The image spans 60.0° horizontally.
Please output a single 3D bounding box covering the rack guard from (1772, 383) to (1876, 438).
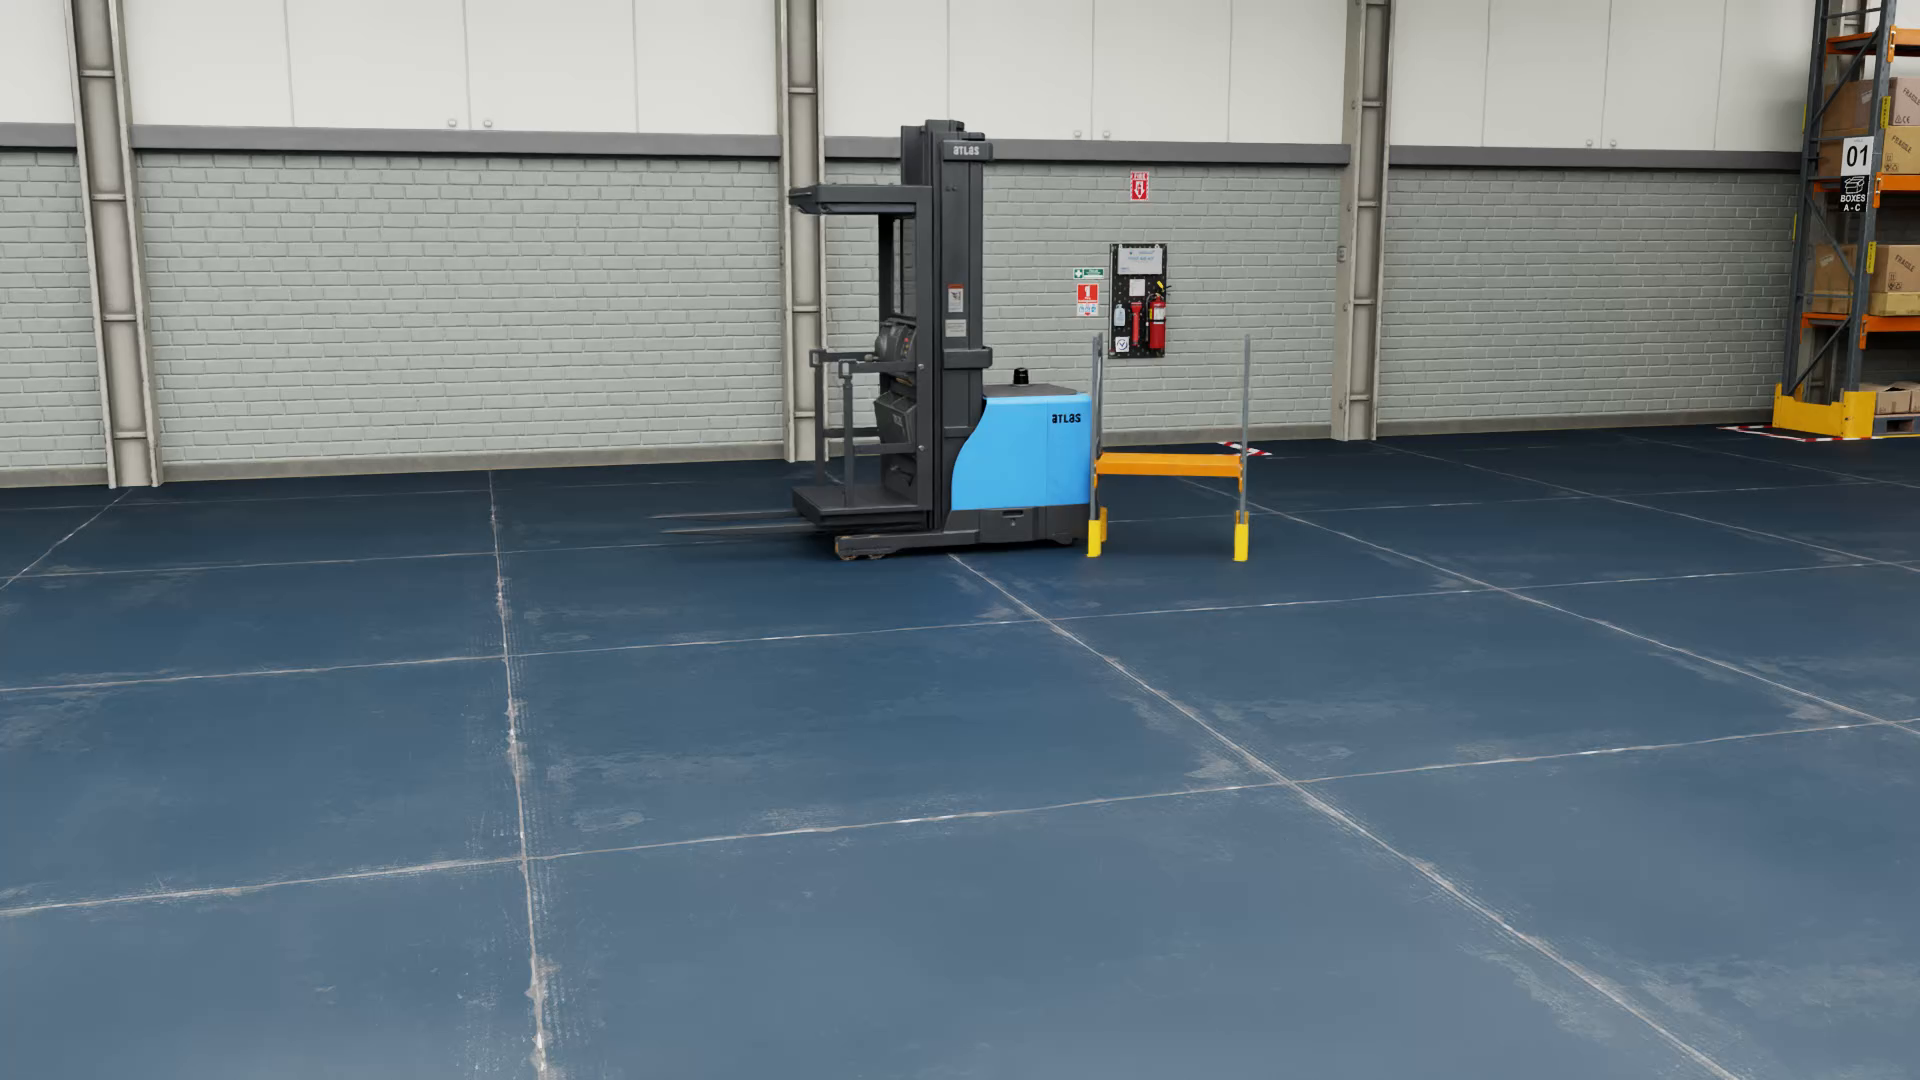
[{"bbox_3d":[9.653,-1.462,18.607,0.348,0.500,1.175,-3,11,-16],"label":"rack guard"}]

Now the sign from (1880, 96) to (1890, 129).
[{"bbox_3d":[9.732,-4.498,17.496,0.005,0.325,0.100,-3,11,-16],"label":"sign"}]

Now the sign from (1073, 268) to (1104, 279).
[{"bbox_3d":[1.314,-2.718,16.963,0.331,0.109,0.001,-3,11,-16],"label":"sign"}]

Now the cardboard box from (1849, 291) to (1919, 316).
[{"bbox_3d":[10.138,-2.593,18.205,0.500,0.250,0.500,-3,11,-18],"label":"cardboard box"}]

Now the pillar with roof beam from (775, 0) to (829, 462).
[{"bbox_3d":[-0.308,-4.468,11.462,0.400,9.000,9.100,-3,11,-16],"label":"pillar with roof beam"}]

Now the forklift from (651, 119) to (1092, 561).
[{"bbox_3d":[-0.633,-1.408,11.600,3.031,2.935,1.130,-3,11,-16],"label":"forklift"}]

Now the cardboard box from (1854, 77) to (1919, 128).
[{"bbox_3d":[10.018,-4.691,17.863,0.500,0.500,0.500,-4,11,-20],"label":"cardboard box"}]

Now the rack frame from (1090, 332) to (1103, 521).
[{"bbox_3d":[0.950,-0.677,11.580,0.032,1.500,0.500,2,11,9],"label":"rack frame"}]

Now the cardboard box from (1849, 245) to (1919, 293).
[{"bbox_3d":[10.123,-2.964,18.151,0.500,0.500,0.500,-3,11,-16],"label":"cardboard box"}]

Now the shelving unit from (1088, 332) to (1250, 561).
[{"bbox_3d":[1.461,-0.661,11.495,1.083,1.500,0.587,2,11,9],"label":"shelving unit"}]

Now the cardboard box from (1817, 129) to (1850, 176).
[{"bbox_3d":[9.910,-4.287,18.431,0.500,0.500,0.500,-2,11,-12],"label":"cardboard box"}]

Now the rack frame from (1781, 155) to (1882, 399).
[{"bbox_3d":[9.580,-2.687,18.359,0.127,3.000,1.000,-3,11,-16],"label":"rack frame"}]

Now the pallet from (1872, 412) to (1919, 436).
[{"bbox_3d":[10.443,-1.355,18.823,1.213,0.211,1.003,-3,11,-16],"label":"pallet"}]

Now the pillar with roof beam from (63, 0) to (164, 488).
[{"bbox_3d":[-6.069,-4.164,9.812,0.400,9.000,9.100,-3,11,-16],"label":"pillar with roof beam"}]

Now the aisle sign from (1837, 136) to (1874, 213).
[{"bbox_3d":[9.595,-3.910,17.821,0.004,0.787,0.394,-3,11,-16],"label":"aisle sign"}]

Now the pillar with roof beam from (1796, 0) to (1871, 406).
[{"bbox_3d":[11.214,-5.075,14.760,0.400,9.000,9.100,-3,11,-16],"label":"pillar with roof beam"}]

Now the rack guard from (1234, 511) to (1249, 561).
[{"bbox_3d":[1.952,-0.031,11.527,0.087,0.250,0.587,2,11,9],"label":"rack guard"}]

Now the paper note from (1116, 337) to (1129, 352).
[{"bbox_3d":[1.677,-2.021,17.172,0.142,0.148,0.016,-3,11,-16],"label":"paper note"}]

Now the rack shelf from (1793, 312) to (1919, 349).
[{"bbox_3d":[11.501,-2.435,18.974,4.000,0.370,1.077,-3,11,-16],"label":"rack shelf"}]

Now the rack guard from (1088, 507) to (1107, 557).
[{"bbox_3d":[0.970,-0.061,11.690,0.087,0.250,0.587,2,11,9],"label":"rack guard"}]

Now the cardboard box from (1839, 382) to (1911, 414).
[{"bbox_3d":[10.270,-1.601,18.668,0.500,0.311,0.500,-4,11,-22],"label":"cardboard box"}]

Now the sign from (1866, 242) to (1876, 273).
[{"bbox_3d":[9.732,-3.019,17.769,0.005,0.325,0.100,-3,11,-16],"label":"sign"}]

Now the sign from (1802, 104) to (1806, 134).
[{"bbox_3d":[9.444,-4.696,18.537,0.005,0.325,0.100,-3,11,-16],"label":"sign"}]

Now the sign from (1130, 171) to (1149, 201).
[{"bbox_3d":[1.831,-3.608,16.958,0.199,0.298,0.001,-3,11,-16],"label":"sign"}]

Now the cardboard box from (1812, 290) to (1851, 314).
[{"bbox_3d":[9.975,-2.681,18.683,0.500,0.250,0.500,-3,11,-15],"label":"cardboard box"}]

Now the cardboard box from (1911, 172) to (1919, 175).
[{"bbox_3d":[10.497,-4.216,18.047,0.500,0.500,0.500,-2,11,-12],"label":"cardboard box"}]

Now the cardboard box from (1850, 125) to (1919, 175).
[{"bbox_3d":[9.971,-4.195,17.933,0.500,0.500,0.500,-3,11,-14],"label":"cardboard box"}]

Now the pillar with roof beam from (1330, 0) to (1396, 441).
[{"bbox_3d":[5.453,-4.772,13.111,0.400,9.000,9.100,-3,11,-16],"label":"pillar with roof beam"}]

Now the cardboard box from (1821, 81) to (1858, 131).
[{"bbox_3d":[9.921,-4.781,18.352,0.500,0.500,0.500,-3,11,-13],"label":"cardboard box"}]

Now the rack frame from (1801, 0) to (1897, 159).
[{"bbox_3d":[9.580,-5.638,17.816,0.127,3.000,1.000,-3,11,-16],"label":"rack frame"}]

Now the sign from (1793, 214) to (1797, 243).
[{"bbox_3d":[9.444,-3.510,18.756,0.005,0.325,0.100,-3,11,-16],"label":"sign"}]

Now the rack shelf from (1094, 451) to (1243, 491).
[{"bbox_3d":[1.452,-0.484,11.529,1.000,0.185,0.538,2,11,9],"label":"rack shelf"}]

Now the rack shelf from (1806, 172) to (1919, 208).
[{"bbox_3d":[11.501,-3.910,18.703,4.000,0.370,1.077,-3,11,-16],"label":"rack shelf"}]

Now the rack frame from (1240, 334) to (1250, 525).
[{"bbox_3d":[1.953,-0.646,11.413,0.032,1.500,0.500,2,11,9],"label":"rack frame"}]

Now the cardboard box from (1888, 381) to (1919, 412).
[{"bbox_3d":[10.817,-1.630,18.825,0.500,0.311,0.500,-2,11,-11],"label":"cardboard box"}]

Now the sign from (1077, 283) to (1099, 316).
[{"bbox_3d":[1.307,-2.459,17.018,0.234,0.329,0.001,-3,11,-16],"label":"sign"}]

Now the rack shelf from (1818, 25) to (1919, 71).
[{"bbox_3d":[11.501,-5.384,18.431,4.000,0.370,1.077,-3,11,-16],"label":"rack shelf"}]

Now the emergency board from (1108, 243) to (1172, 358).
[{"bbox_3d":[1.866,-2.451,17.076,0.643,1.169,0.194,-3,11,-16],"label":"emergency board"}]

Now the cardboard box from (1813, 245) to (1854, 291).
[{"bbox_3d":[9.974,-3.053,18.634,0.500,0.500,0.500,-3,11,-17],"label":"cardboard box"}]
